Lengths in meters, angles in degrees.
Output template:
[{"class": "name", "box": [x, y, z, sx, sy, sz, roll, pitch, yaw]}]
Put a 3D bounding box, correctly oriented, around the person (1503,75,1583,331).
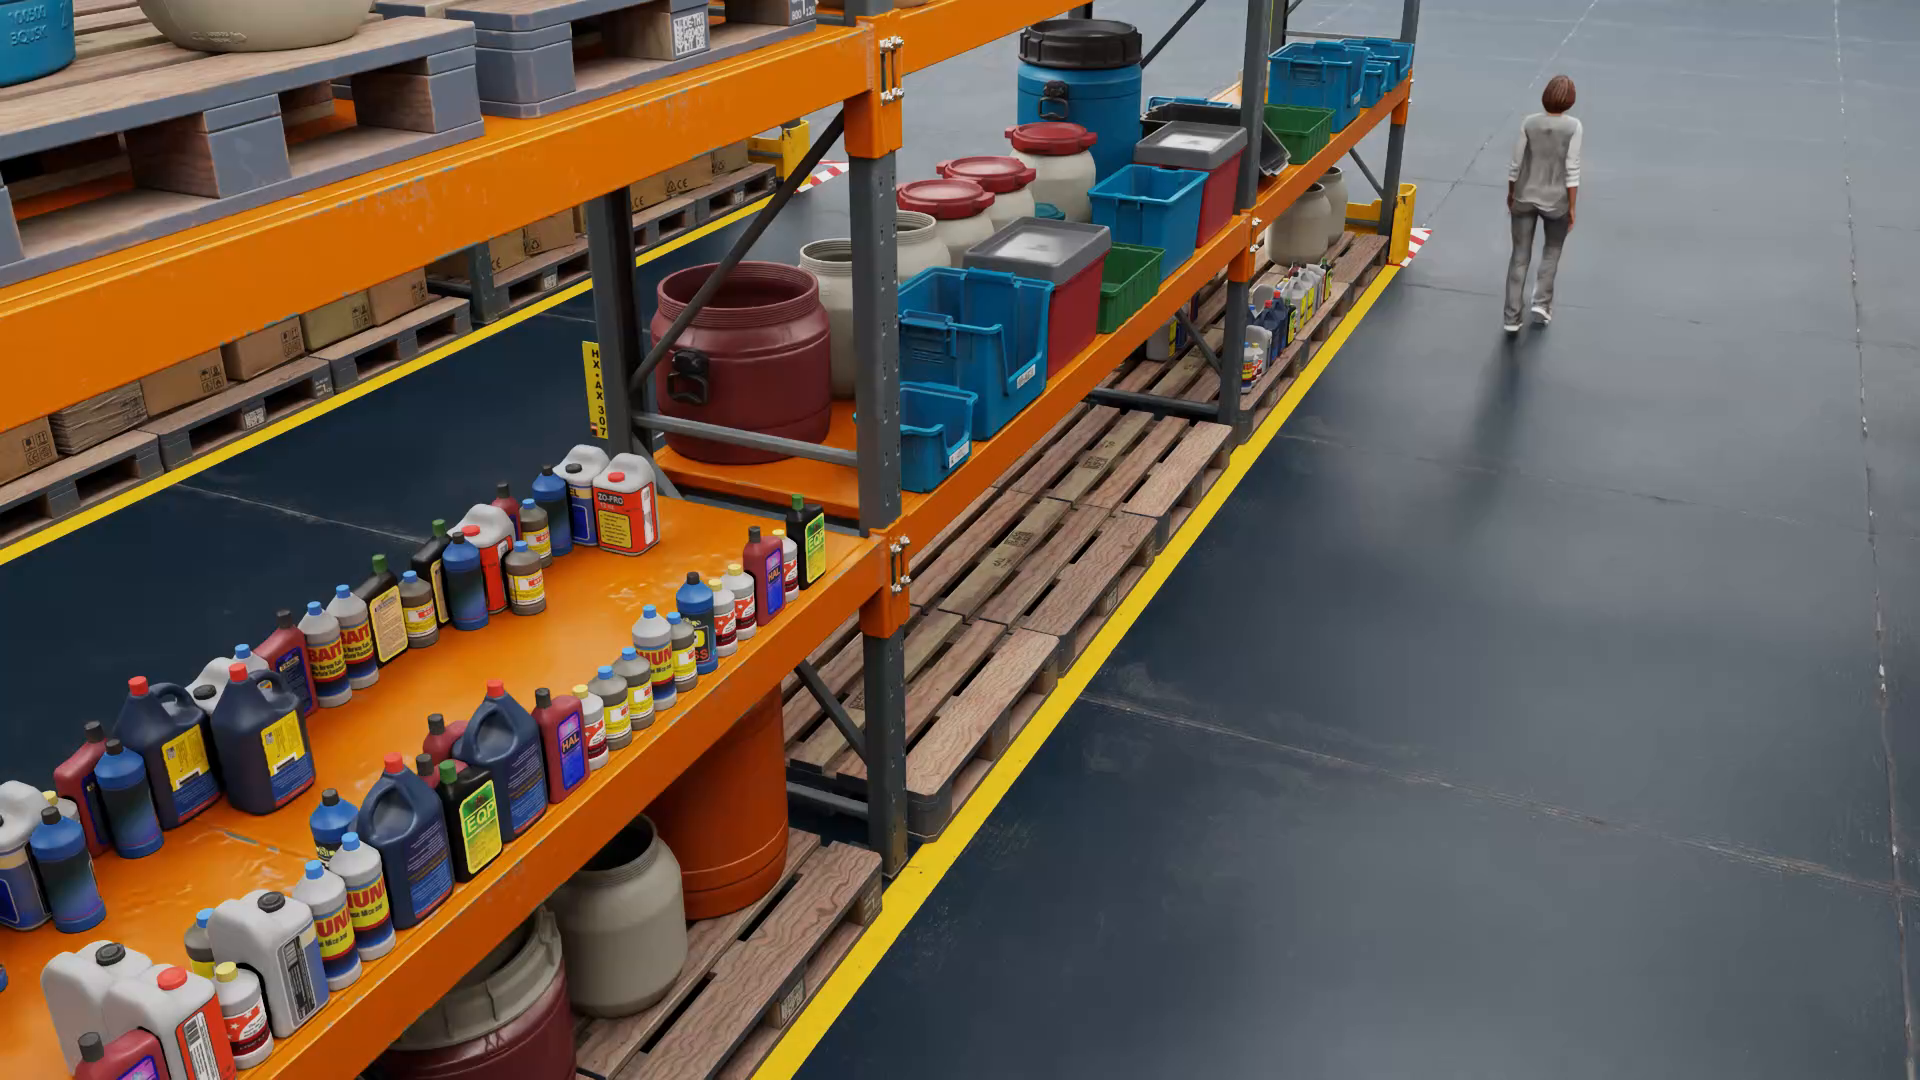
[{"class": "person", "box": [3.627, -2.084, 10.394, 0.454, 1.632, 0.621, 11, 29, 22]}]
